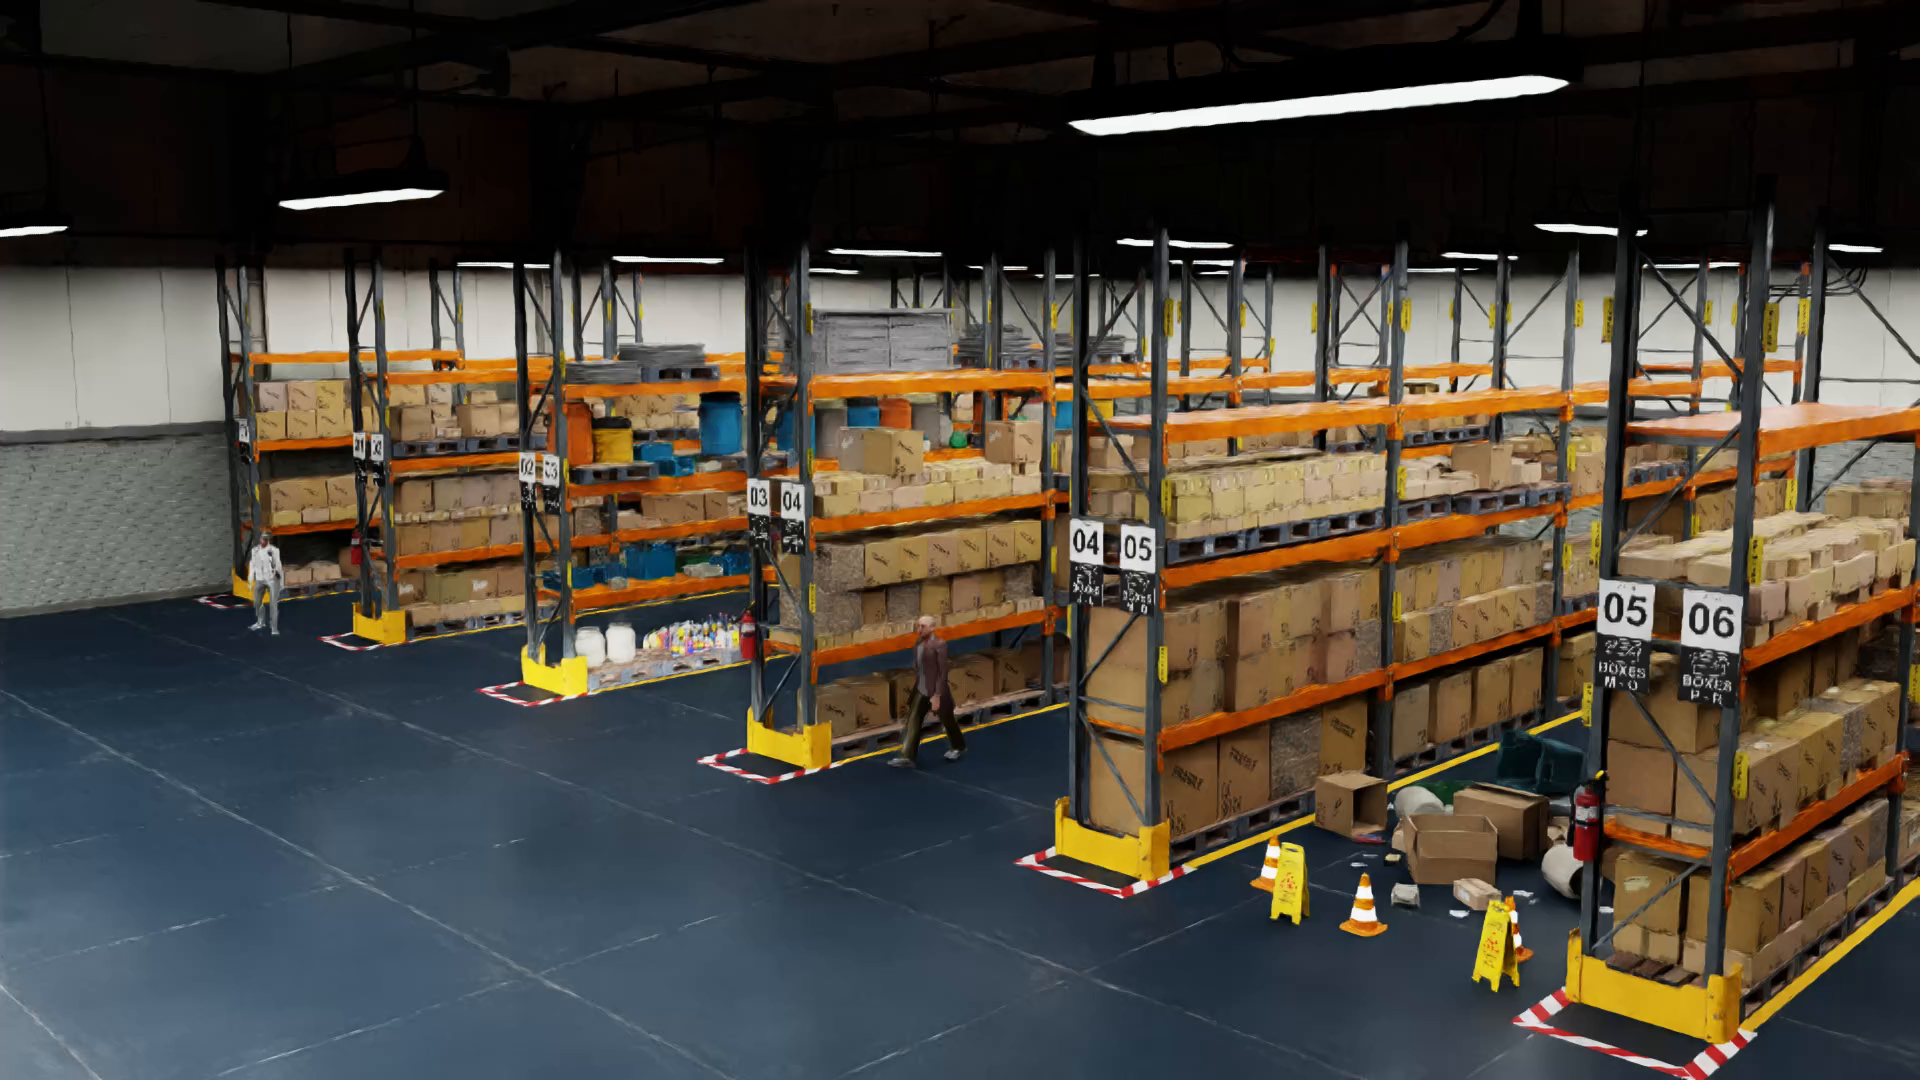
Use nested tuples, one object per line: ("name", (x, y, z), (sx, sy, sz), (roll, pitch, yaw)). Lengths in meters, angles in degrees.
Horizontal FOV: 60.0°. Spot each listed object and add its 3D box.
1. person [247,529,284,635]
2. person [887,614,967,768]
("person", (-11.008, 0.639, 26.228), (0.663, 1.669, 0.471), (0, 8, 2))
("person", (-0.333, 1.680, 18.627), (0.600, 1.725, 1.111), (8, 11, 43))
